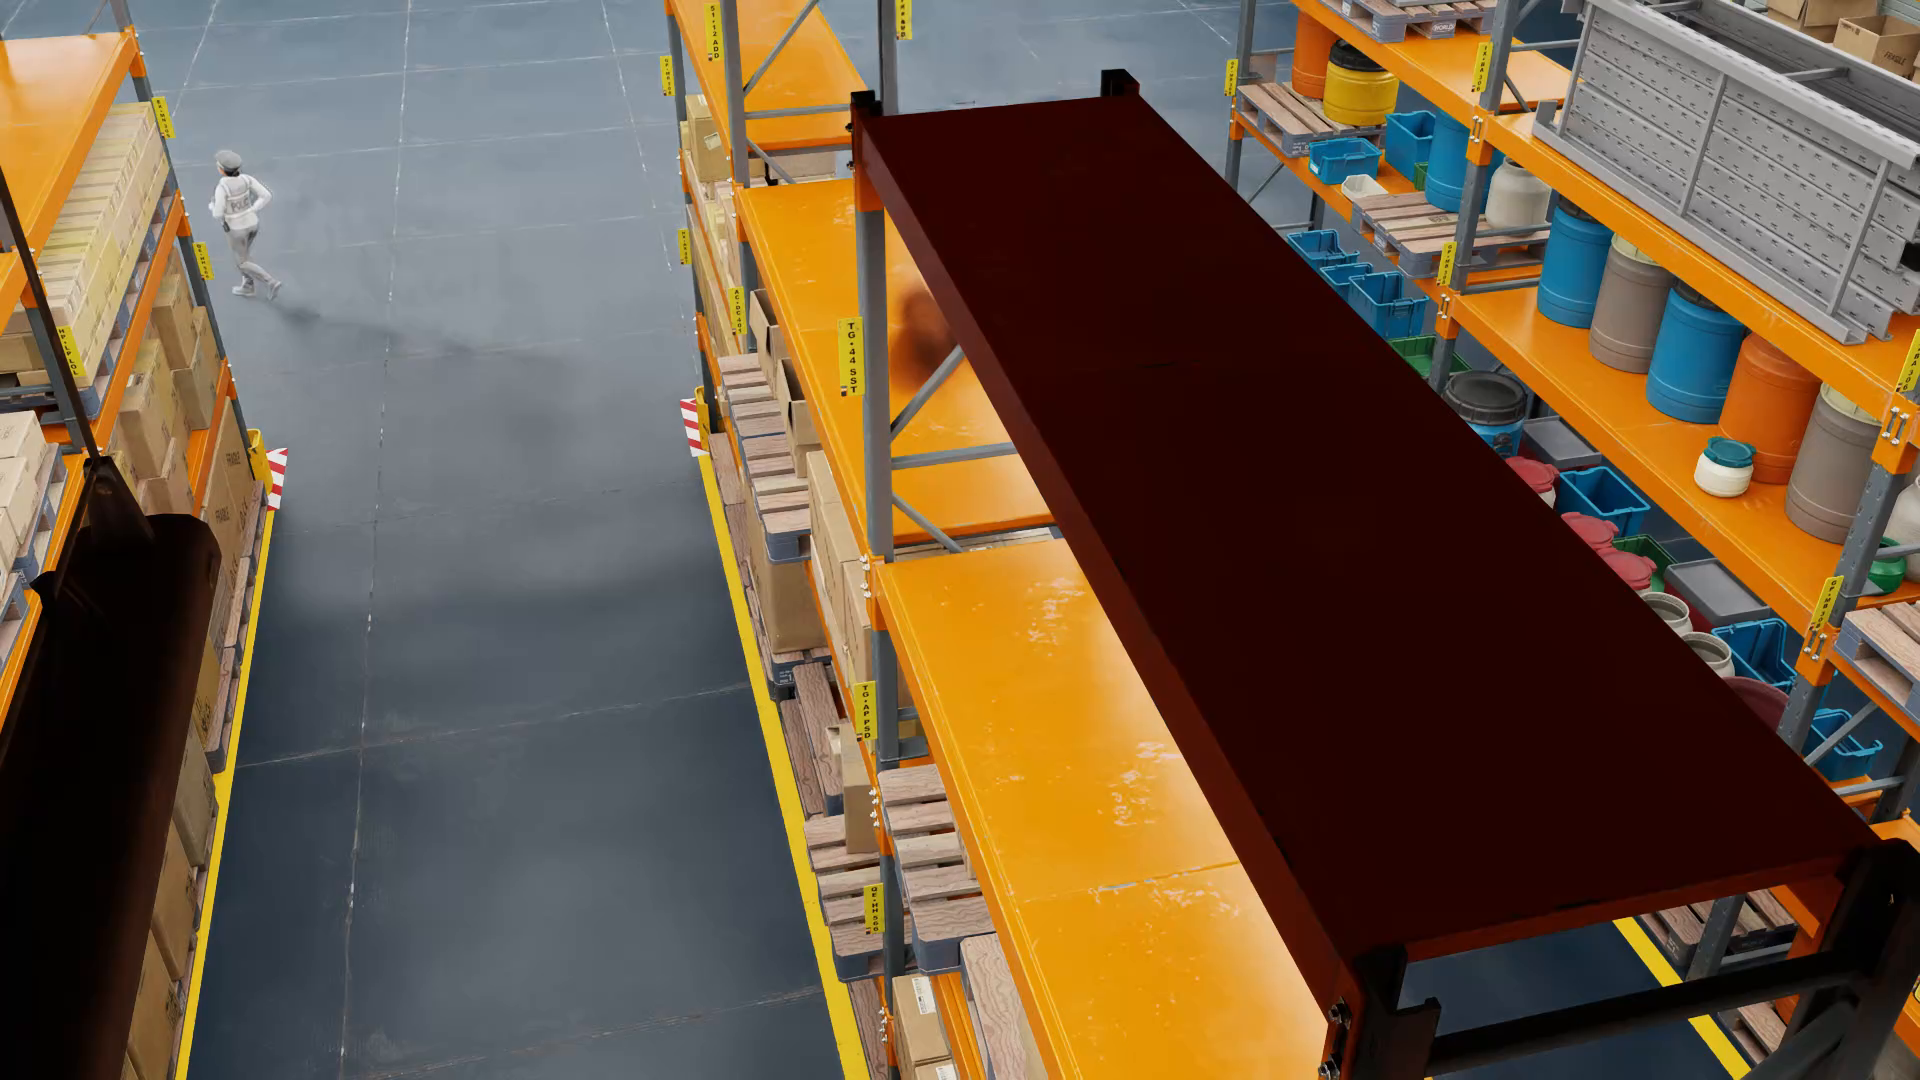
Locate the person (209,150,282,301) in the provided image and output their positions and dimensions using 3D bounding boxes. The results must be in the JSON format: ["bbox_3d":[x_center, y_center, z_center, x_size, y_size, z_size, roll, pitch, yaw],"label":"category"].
[{"bbox_3d":[-7.493,-3.271,17.384,0.820,1.666,0.626,15,37,21],"label":"person"}]
